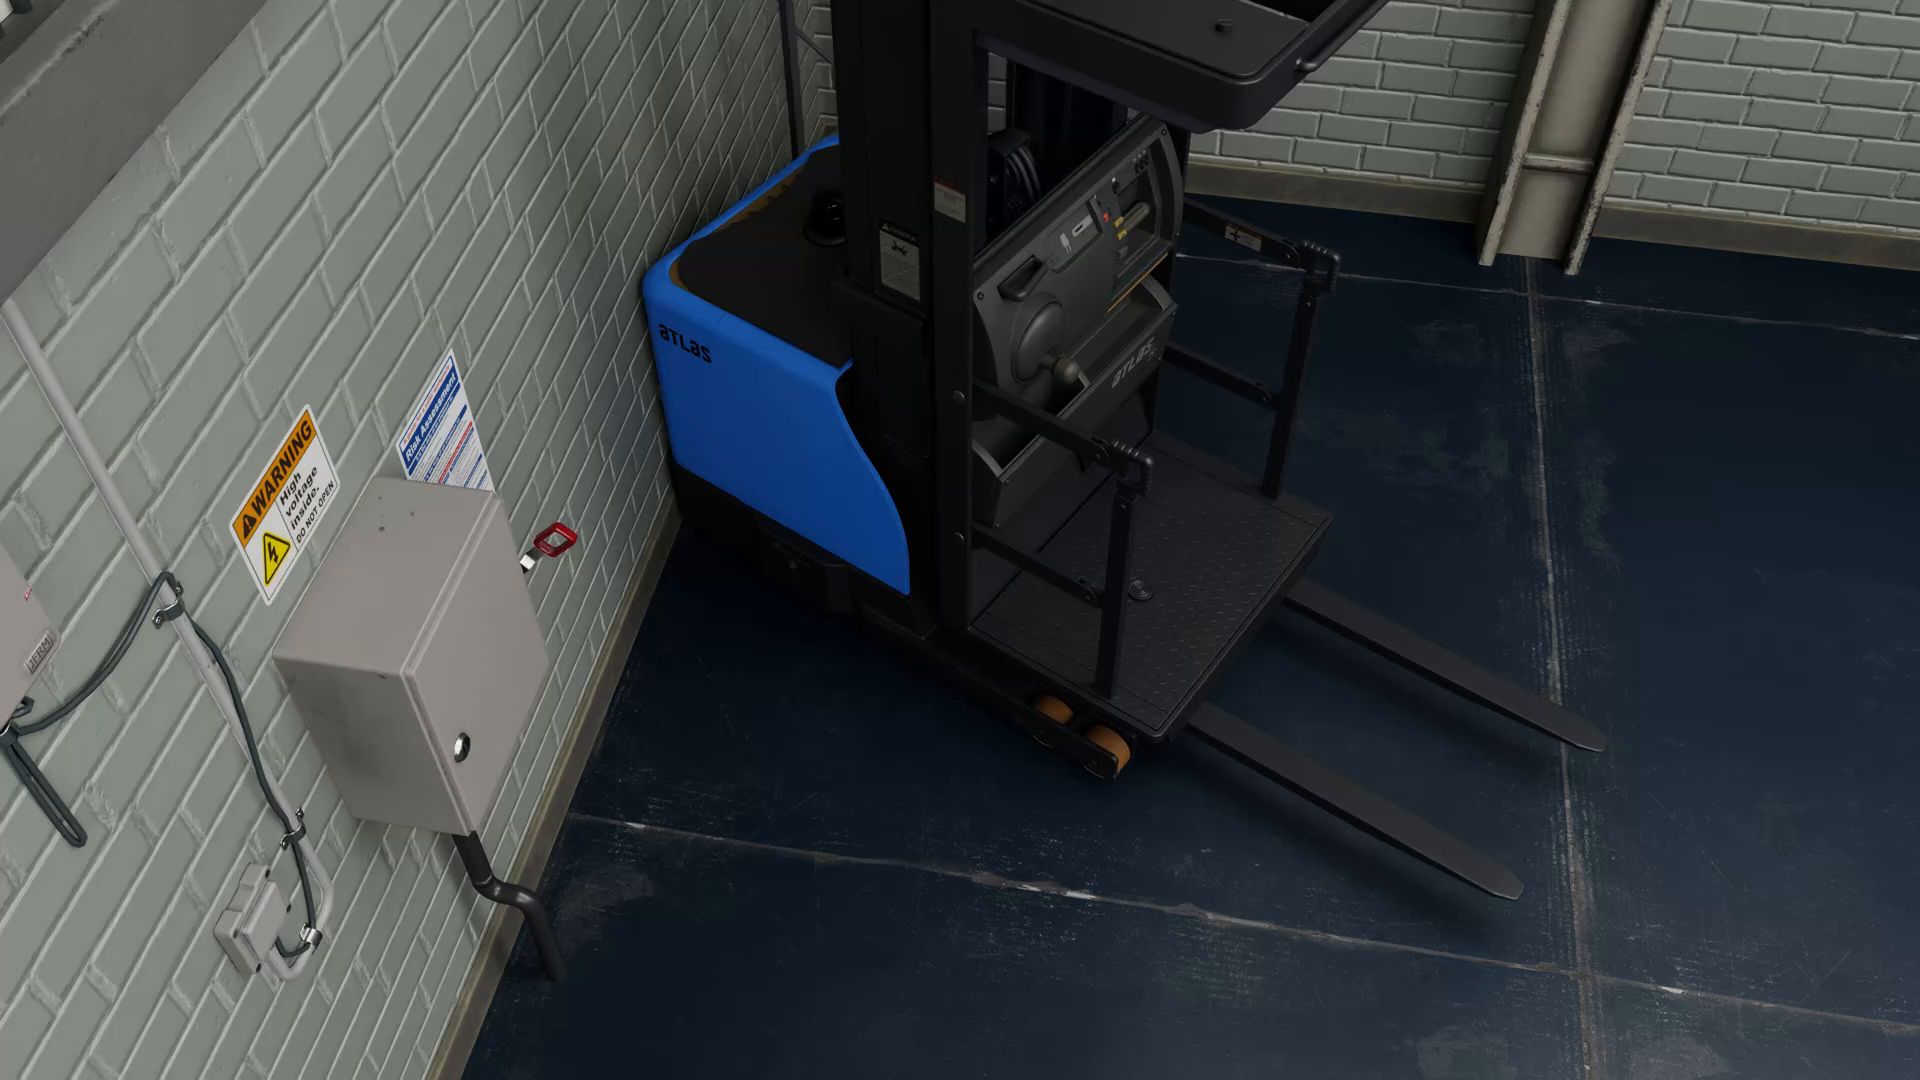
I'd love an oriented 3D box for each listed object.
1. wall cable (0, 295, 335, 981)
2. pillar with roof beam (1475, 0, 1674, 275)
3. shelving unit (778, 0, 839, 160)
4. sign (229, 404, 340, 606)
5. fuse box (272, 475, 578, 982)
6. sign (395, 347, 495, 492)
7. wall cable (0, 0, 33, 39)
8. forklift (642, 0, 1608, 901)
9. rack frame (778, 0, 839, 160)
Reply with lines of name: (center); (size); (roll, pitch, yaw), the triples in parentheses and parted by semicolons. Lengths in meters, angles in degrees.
wall cable: (-1.373, 0.332, 2.752); (0.122, 1.984, 0.588); (8, 49, 7)
pillar with roof beam: (1.560, -1.064, 0.656); (0.400, 9.000, 9.100); (8, 49, 7)
shelving unit: (-0.026, -1.295, 5.905); (1.083, 1.500, 0.587); (24, 52, 20)
sign: (-1.310, -0.070, 3.241); (0.001, 0.242, 0.339); (8, 49, 7)
fuse box: (-1.096, 0.624, 4.039); (0.414, 1.711, 0.539); (8, 49, 7)
sign: (-1.212, -0.164, 3.945); (0.001, 0.494, 0.329); (8, 49, 7)
wall cable: (-1.039, -2.708, 2.108); (0.133, 3.039, 2.988); (8, 49, 7)
forklift: (0.503, -0.706, 4.414); (3.031, 2.935, 1.130); (29, 54, 23)
rack frame: (-0.456, -1.484, 6.076); (0.032, 1.500, 0.500); (24, 52, 20)
